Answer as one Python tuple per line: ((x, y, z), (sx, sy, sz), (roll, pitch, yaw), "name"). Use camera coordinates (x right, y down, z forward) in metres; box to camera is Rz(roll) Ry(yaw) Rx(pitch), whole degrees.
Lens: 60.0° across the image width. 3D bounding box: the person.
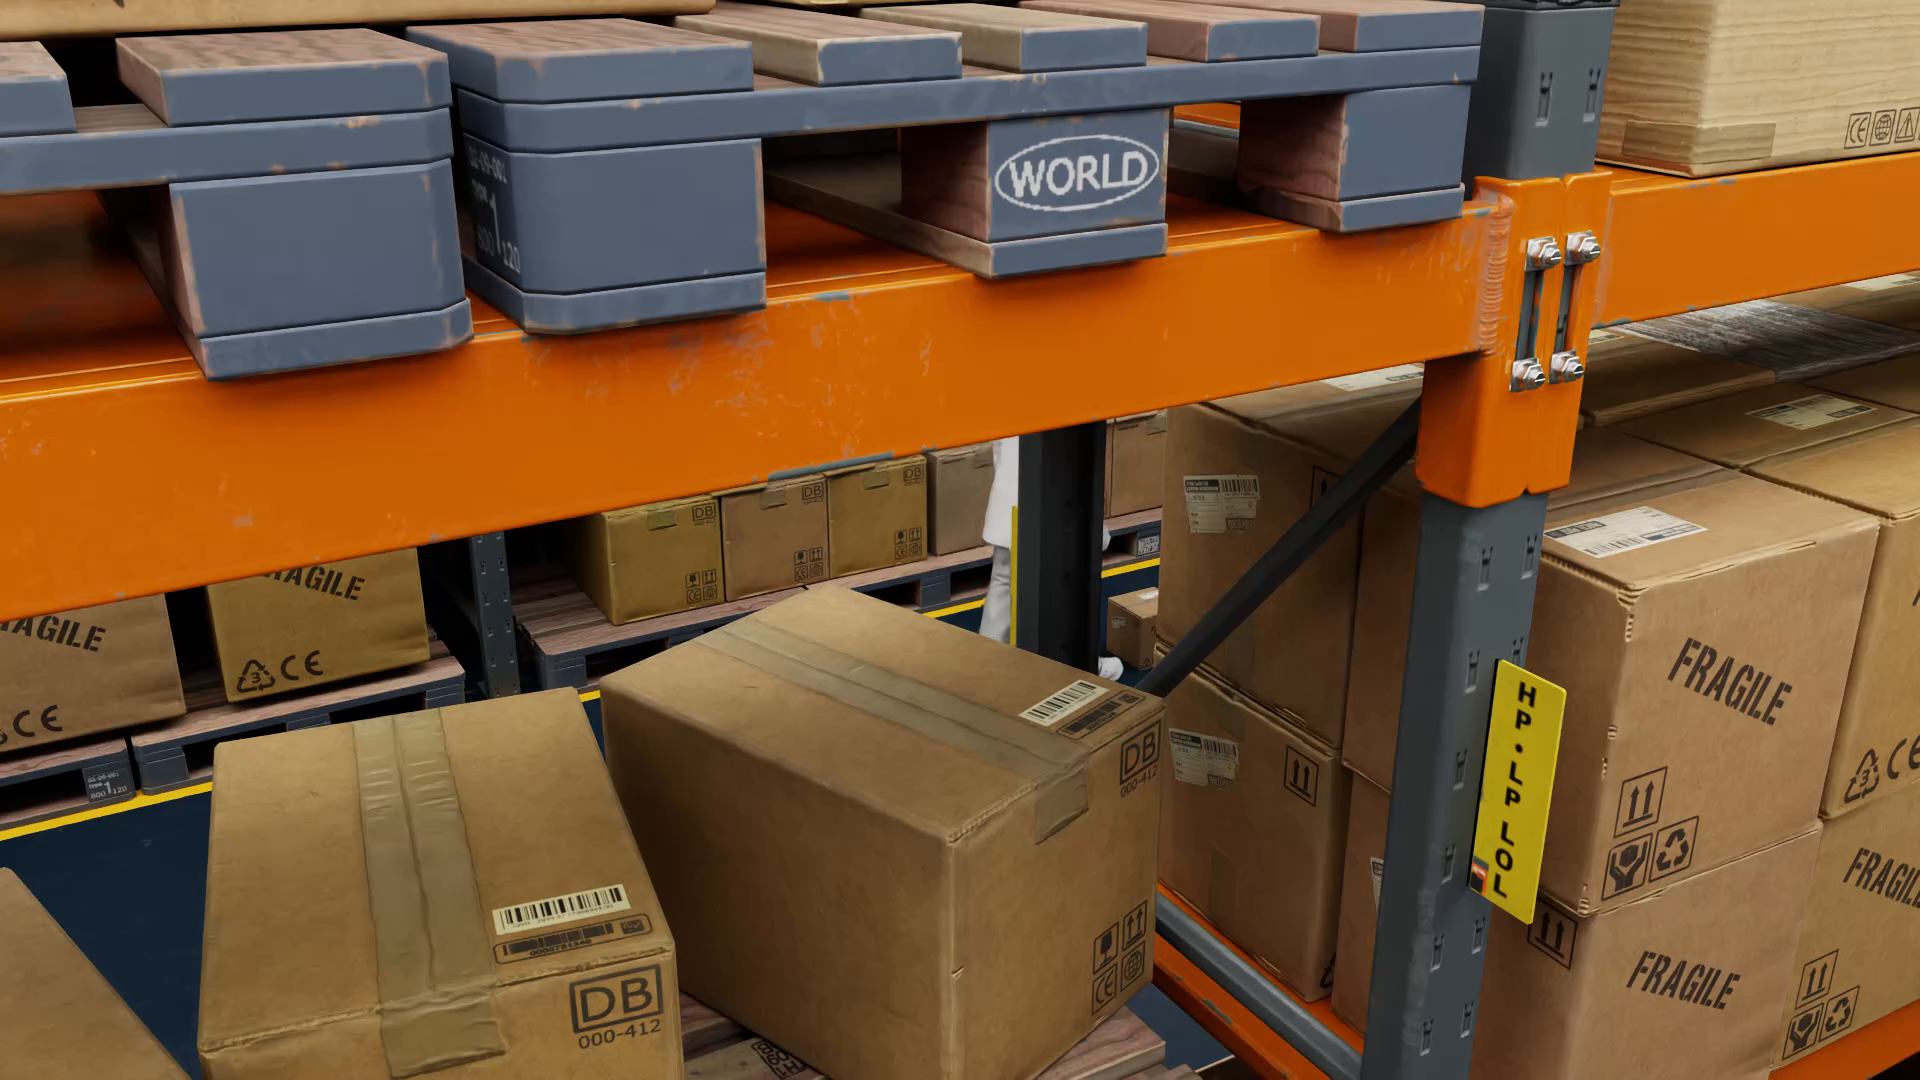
((0.330, -0.189, 6.565), (0.585, 1.774, 0.738), (16, 27, 35), "person")
